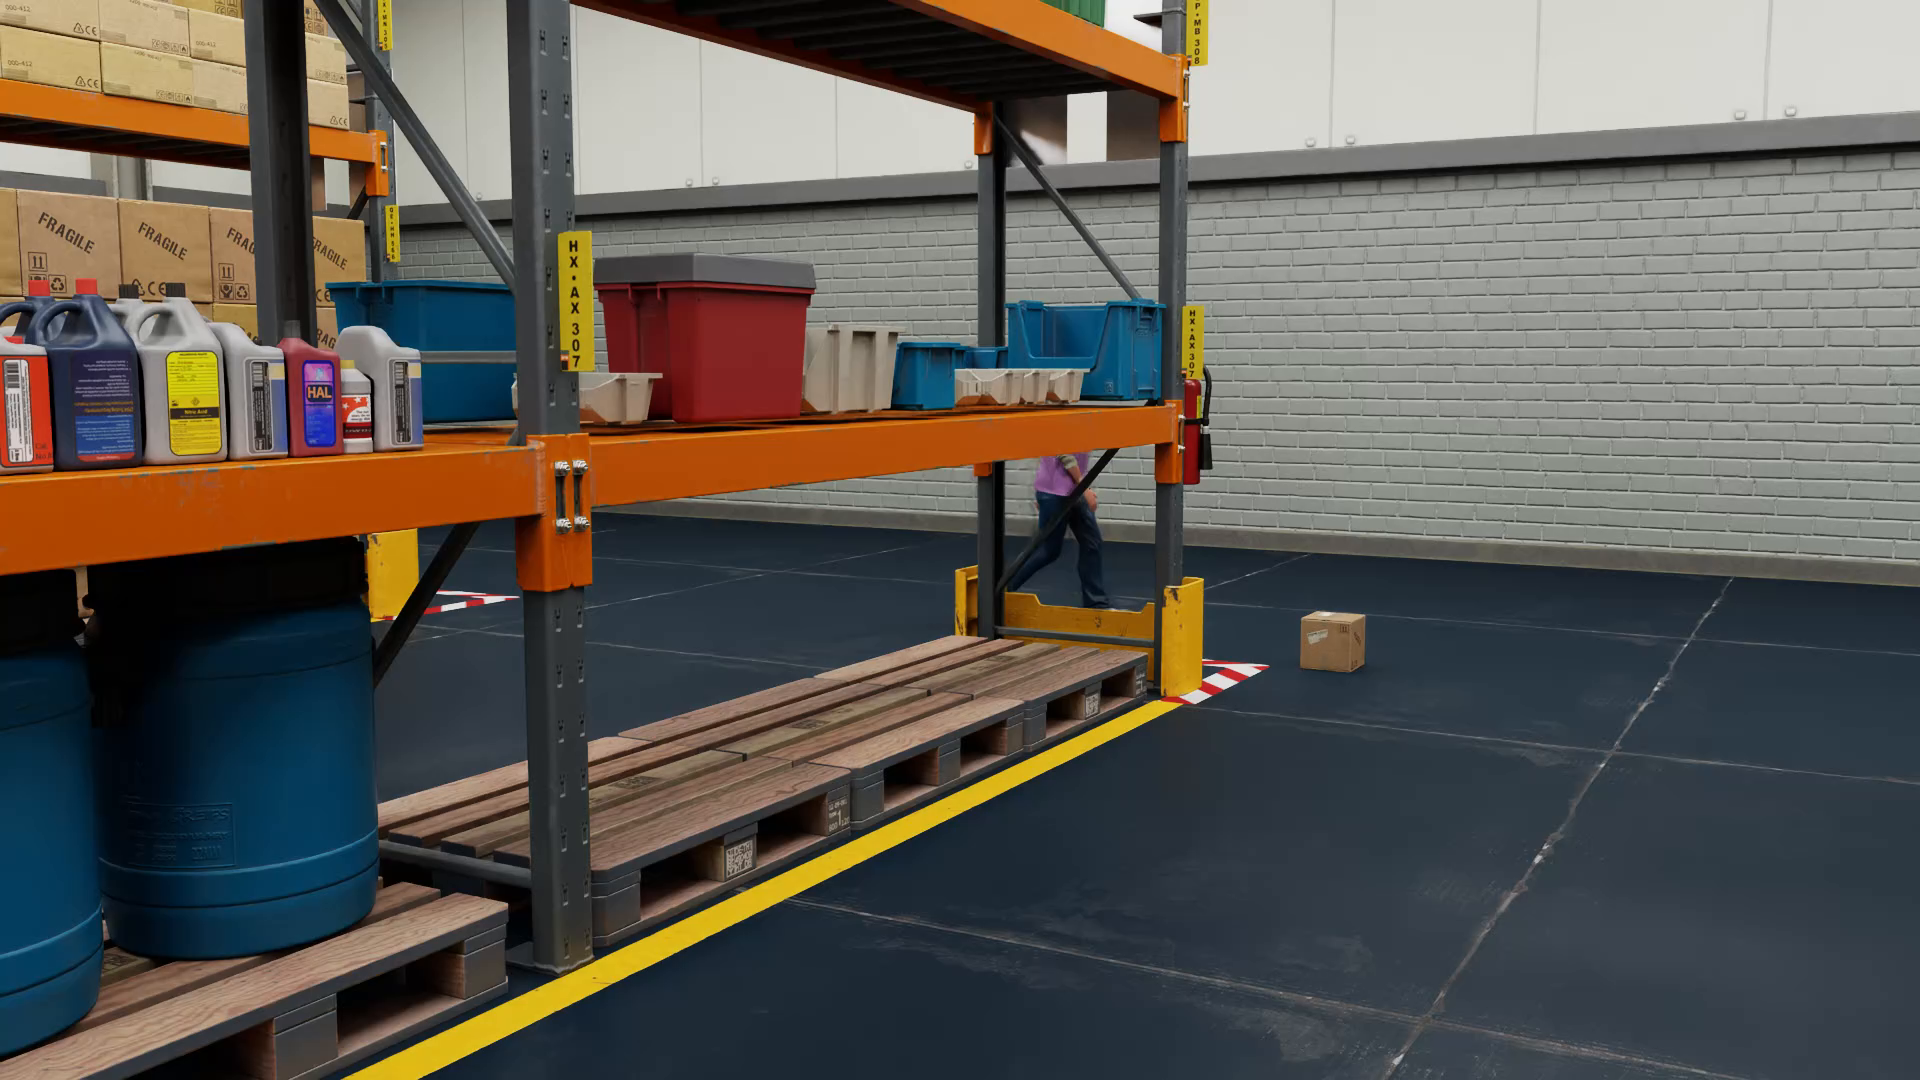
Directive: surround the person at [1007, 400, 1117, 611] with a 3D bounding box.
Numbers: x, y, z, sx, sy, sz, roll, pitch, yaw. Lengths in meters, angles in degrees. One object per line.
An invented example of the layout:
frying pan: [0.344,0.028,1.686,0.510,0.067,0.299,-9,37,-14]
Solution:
person: [0.559,-0.281,9.188,0.876,1.545,0.479,1,6,9]
